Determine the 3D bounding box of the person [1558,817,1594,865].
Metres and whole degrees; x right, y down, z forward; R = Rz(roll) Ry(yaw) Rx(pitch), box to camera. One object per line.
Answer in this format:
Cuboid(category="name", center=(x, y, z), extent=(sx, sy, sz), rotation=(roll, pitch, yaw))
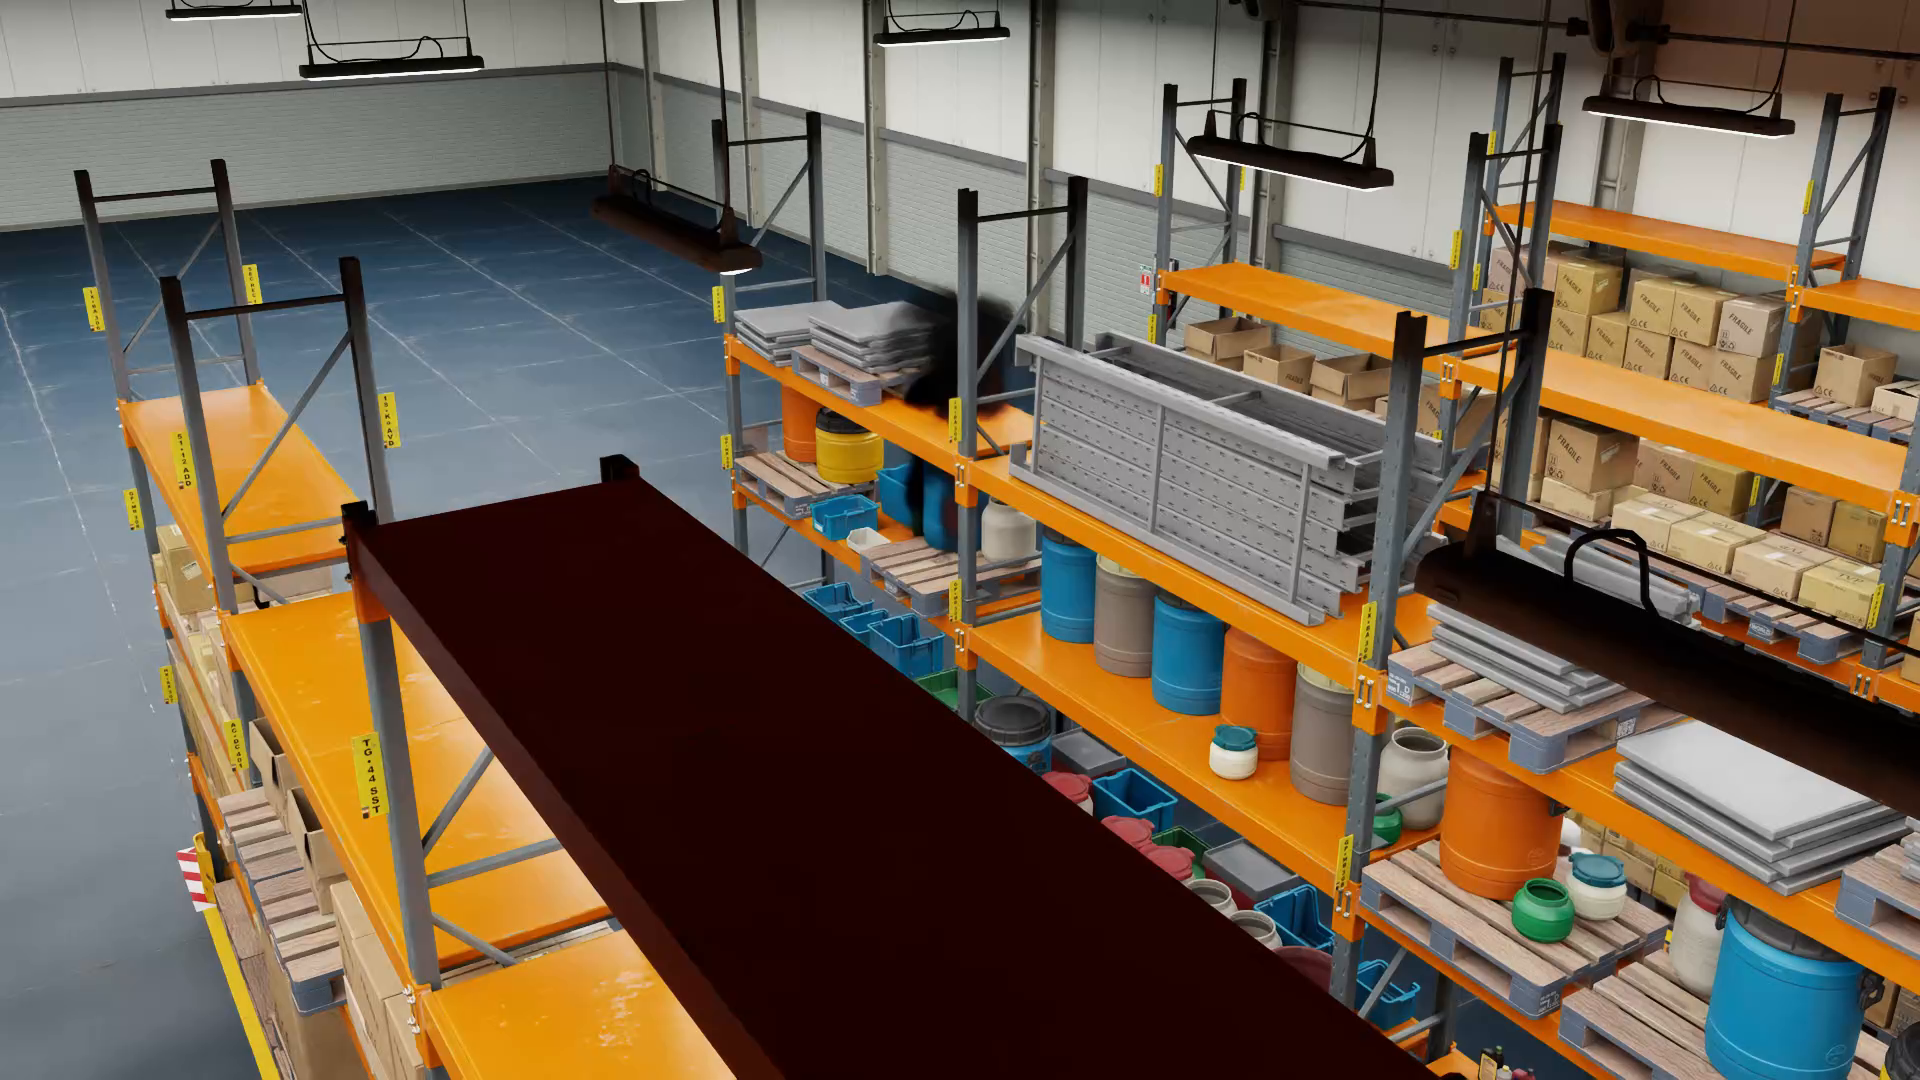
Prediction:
Cuboid(category="person", center=(4.260, 2.778, 12.112), extent=(0.683, 1.789, 0.723), rotation=(-19, 29, -39))
